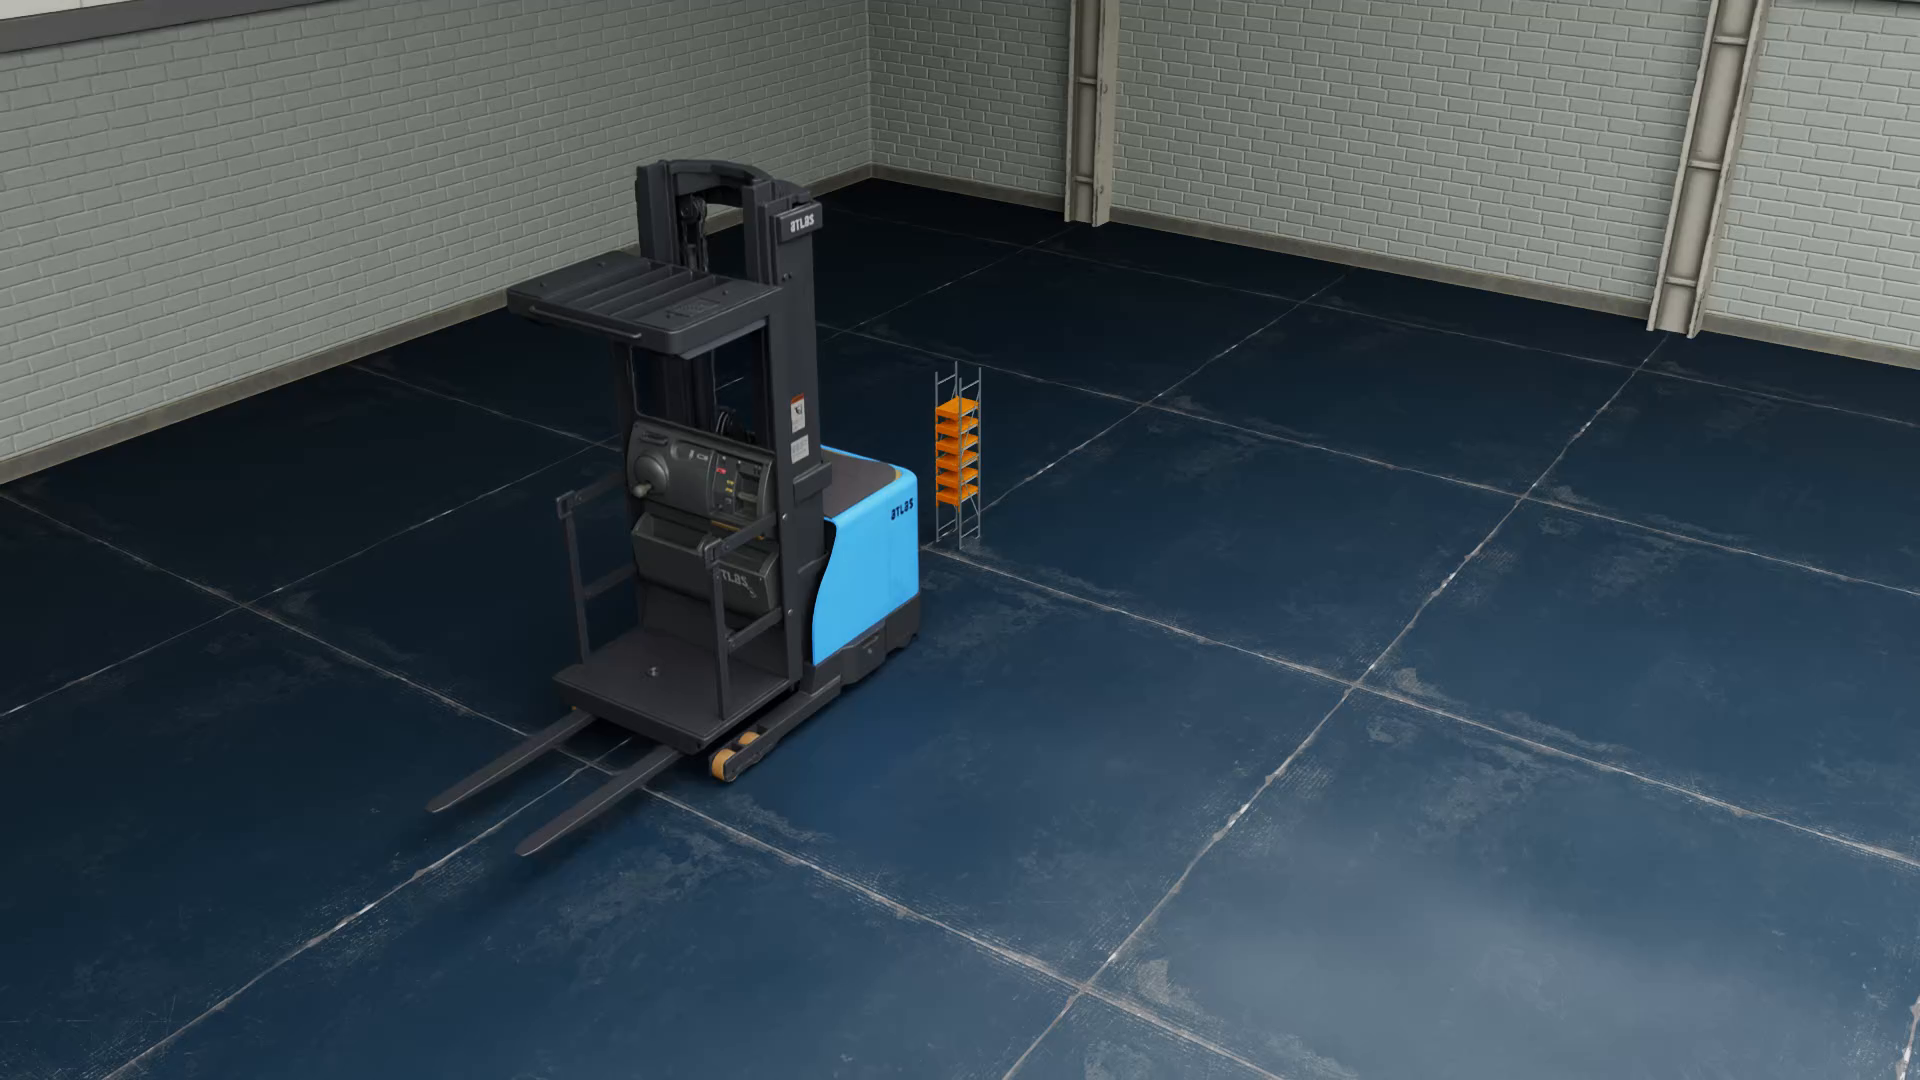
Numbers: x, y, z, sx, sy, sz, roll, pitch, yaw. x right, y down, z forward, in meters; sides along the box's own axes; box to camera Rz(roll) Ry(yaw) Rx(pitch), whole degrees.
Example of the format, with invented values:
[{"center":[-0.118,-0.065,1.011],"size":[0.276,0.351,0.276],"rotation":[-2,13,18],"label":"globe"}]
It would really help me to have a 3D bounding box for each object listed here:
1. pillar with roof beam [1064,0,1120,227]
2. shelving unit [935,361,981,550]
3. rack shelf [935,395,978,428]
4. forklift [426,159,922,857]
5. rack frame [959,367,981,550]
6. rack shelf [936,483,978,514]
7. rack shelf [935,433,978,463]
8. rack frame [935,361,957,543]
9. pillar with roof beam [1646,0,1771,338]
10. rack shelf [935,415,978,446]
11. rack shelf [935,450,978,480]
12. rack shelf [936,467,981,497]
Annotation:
[{"center":[-1.083,-5.803,12.505],"size":[0.400,9.000,9.100],"rotation":[17,32,30],"label":"pillar with roof beam"},{"center":[-0.012,-0.538,10.759],"size":[0.189,1.200,0.258],"rotation":[17,32,30],"label":"shelving unit"},{"center":[-0.012,-0.820,10.616],"size":[0.180,0.103,0.258],"rotation":[17,32,30],"label":"rack shelf"},{"center":[-1.459,-0.305,8.391],"size":[1.130,2.935,3.031],"rotation":[17,31,29],"label":"forklift"},{"center":[0.064,-0.515,10.713],"size":[0.006,1.200,0.240],"rotation":[17,32,30],"label":"rack frame"},{"center":[-0.012,-0.285,10.888],"size":[0.180,0.103,0.258],"rotation":[17,32,30],"label":"rack shelf"},{"center":[-0.012,-0.606,10.725],"size":[0.180,0.103,0.258],"rotation":[17,32,30],"label":"rack shelf"},{"center":[-0.087,-0.562,10.805],"size":[0.006,1.200,0.240],"rotation":[17,32,30],"label":"rack frame"},{"center":[3.863,-4.262,9.478],"size":[0.400,9.000,9.100],"rotation":[17,32,30],"label":"pillar with roof beam"},{"center":[-0.012,-0.713,10.670],"size":[0.180,0.103,0.258],"rotation":[17,32,30],"label":"rack shelf"},{"center":[-0.012,-0.499,10.779],"size":[0.180,0.103,0.258],"rotation":[17,32,30],"label":"rack shelf"},{"center":[-0.012,-0.392,10.834],"size":[0.180,0.103,0.258],"rotation":[17,32,30],"label":"rack shelf"}]
